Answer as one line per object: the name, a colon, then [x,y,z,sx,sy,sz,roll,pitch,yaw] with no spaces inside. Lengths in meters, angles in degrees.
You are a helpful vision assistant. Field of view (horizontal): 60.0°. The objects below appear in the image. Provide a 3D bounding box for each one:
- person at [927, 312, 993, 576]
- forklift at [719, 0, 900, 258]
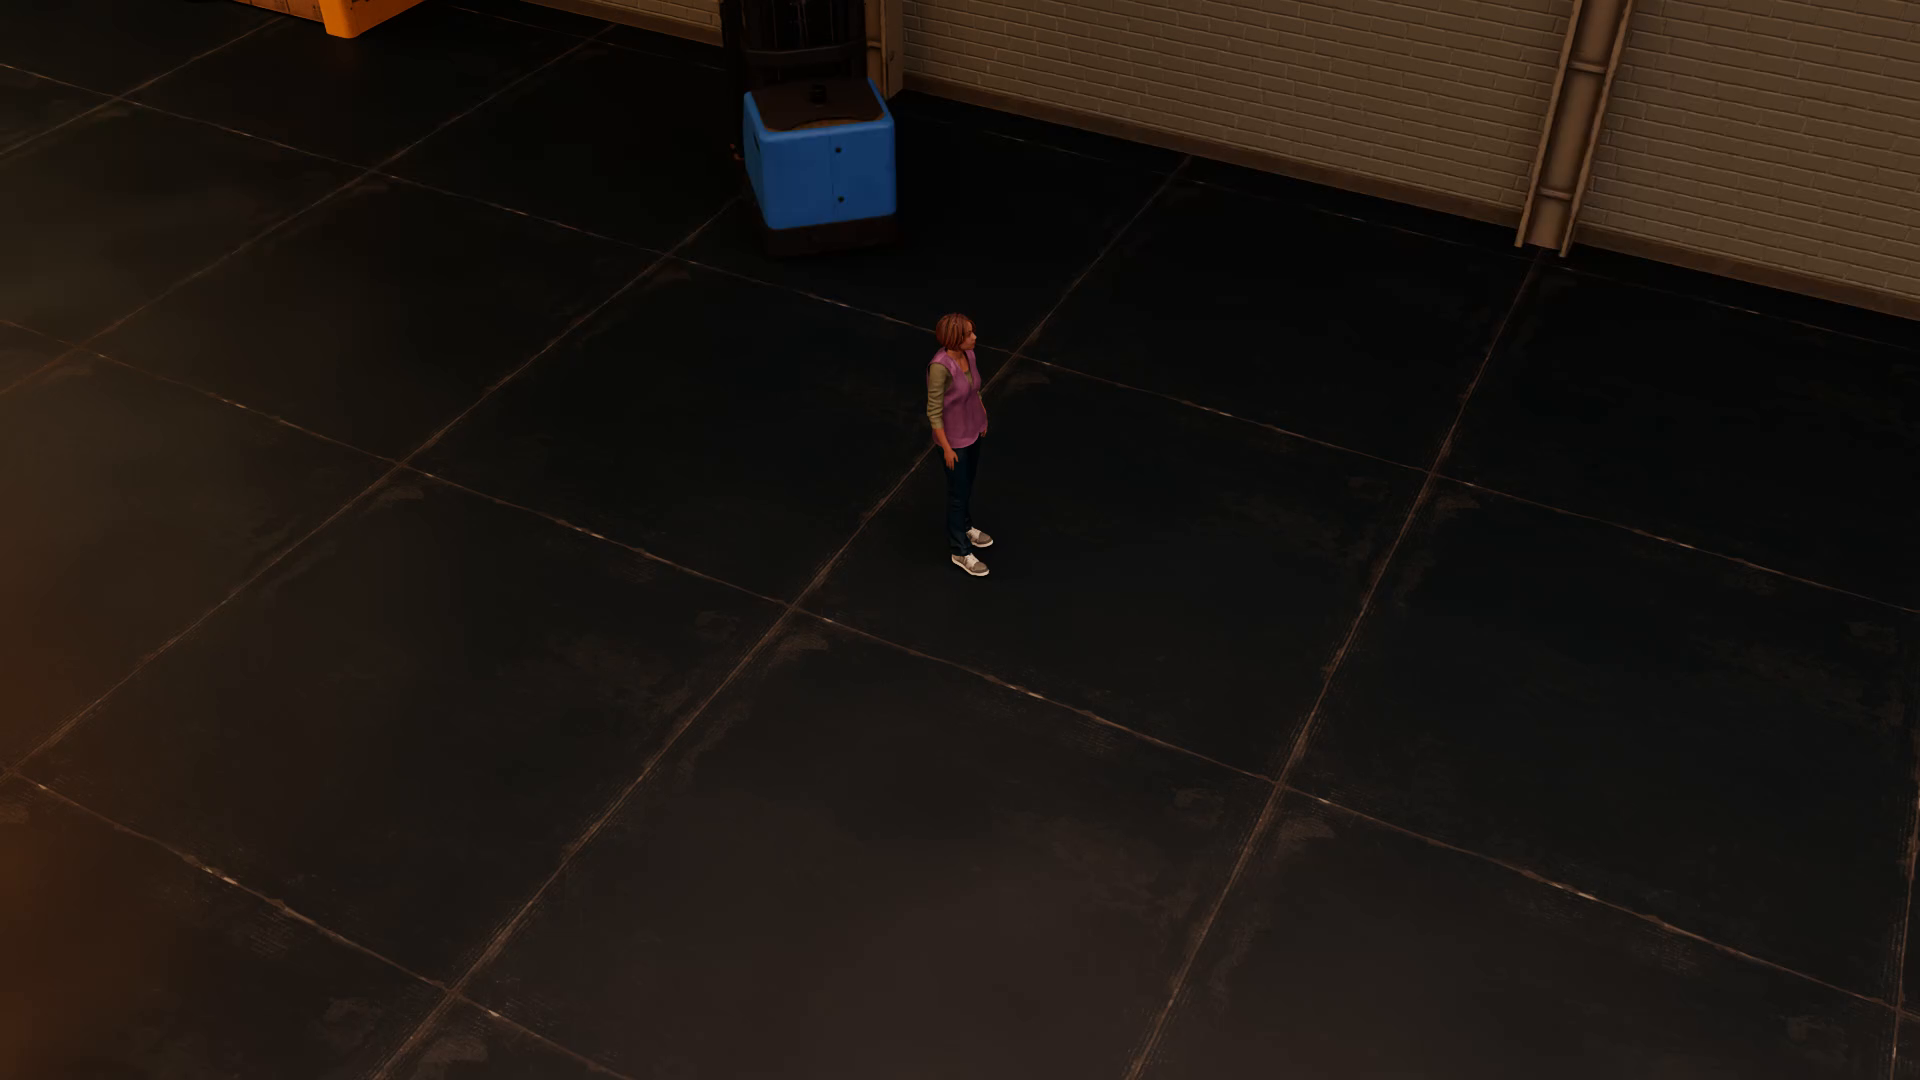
person: [0.059,-0.587,9.707,0.476,1.597,0.520,18,43,21]
forklift: [-1.341,-4.236,13.016,1.130,2.935,3.031,-10,41,-11]
